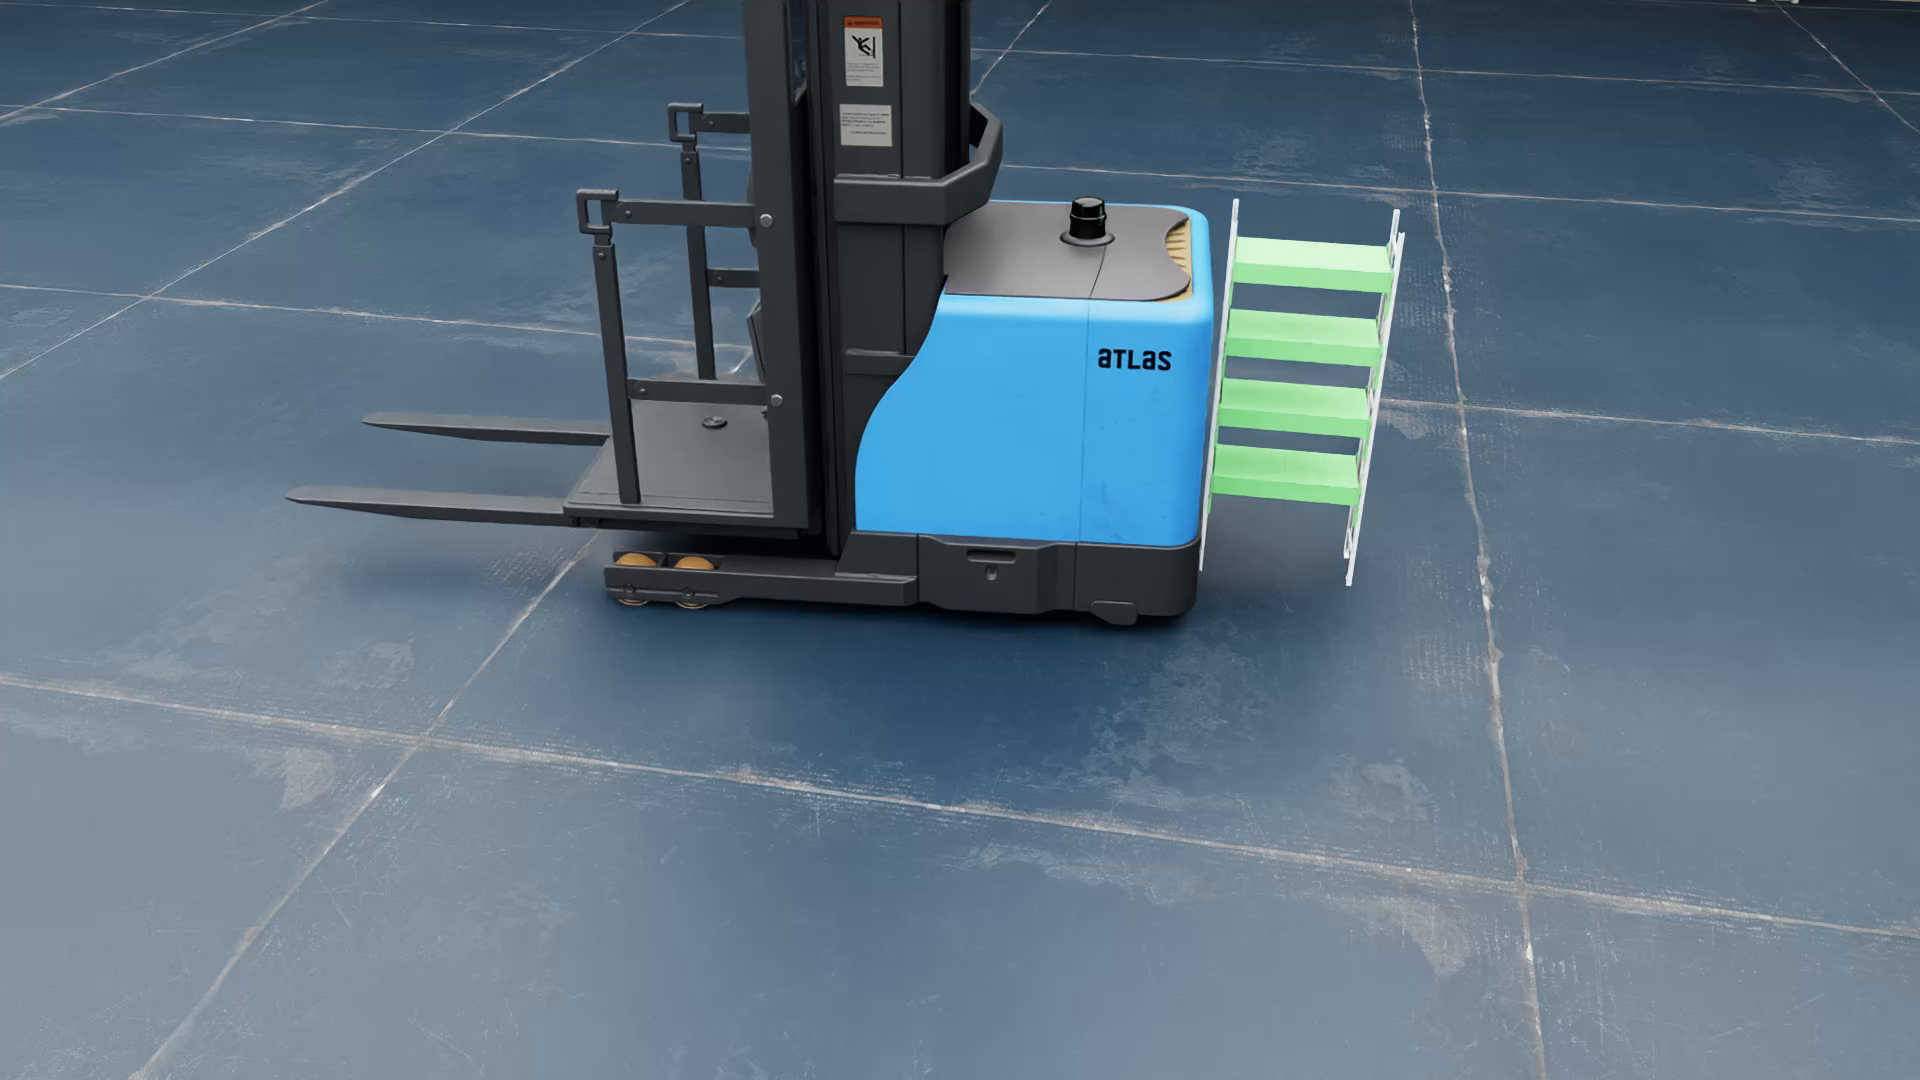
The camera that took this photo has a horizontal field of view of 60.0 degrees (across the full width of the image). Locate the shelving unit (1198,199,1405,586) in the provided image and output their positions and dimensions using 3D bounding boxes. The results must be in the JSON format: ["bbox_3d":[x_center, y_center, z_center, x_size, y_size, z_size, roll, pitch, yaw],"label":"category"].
[{"bbox_3d":[1.069,-0.454,5.320,0.503,1.200,0.258,5,29,8],"label":"shelving unit"}]

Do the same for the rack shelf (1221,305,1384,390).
[{"bbox_3d":[1.072,-0.608,5.234,0.480,0.148,0.258,5,29,8],"label":"rack shelf"}]

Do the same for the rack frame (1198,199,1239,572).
[{"bbox_3d":[0.828,-0.477,5.352,0.015,1.200,0.240,5,29,8],"label":"rack frame"}]

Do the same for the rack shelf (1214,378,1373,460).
[{"bbox_3d":[1.068,-0.398,5.350,0.480,0.148,0.258,5,29,8],"label":"rack shelf"}]

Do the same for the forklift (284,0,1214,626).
[{"bbox_3d":[-0.715,-1.311,5.092,3.031,2.935,1.130,3,29,6],"label":"forklift"}]

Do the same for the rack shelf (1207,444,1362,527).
[{"bbox_3d":[1.063,-0.188,5.466,0.480,0.148,0.258,5,29,8],"label":"rack shelf"}]

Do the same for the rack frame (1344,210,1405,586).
[{"bbox_3d":[1.310,-0.431,5.287,0.015,1.200,0.240,5,29,8],"label":"rack frame"}]

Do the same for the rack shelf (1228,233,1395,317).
[{"bbox_3d":[1.076,-0.818,5.119,0.480,0.148,0.258,5,29,8],"label":"rack shelf"}]
